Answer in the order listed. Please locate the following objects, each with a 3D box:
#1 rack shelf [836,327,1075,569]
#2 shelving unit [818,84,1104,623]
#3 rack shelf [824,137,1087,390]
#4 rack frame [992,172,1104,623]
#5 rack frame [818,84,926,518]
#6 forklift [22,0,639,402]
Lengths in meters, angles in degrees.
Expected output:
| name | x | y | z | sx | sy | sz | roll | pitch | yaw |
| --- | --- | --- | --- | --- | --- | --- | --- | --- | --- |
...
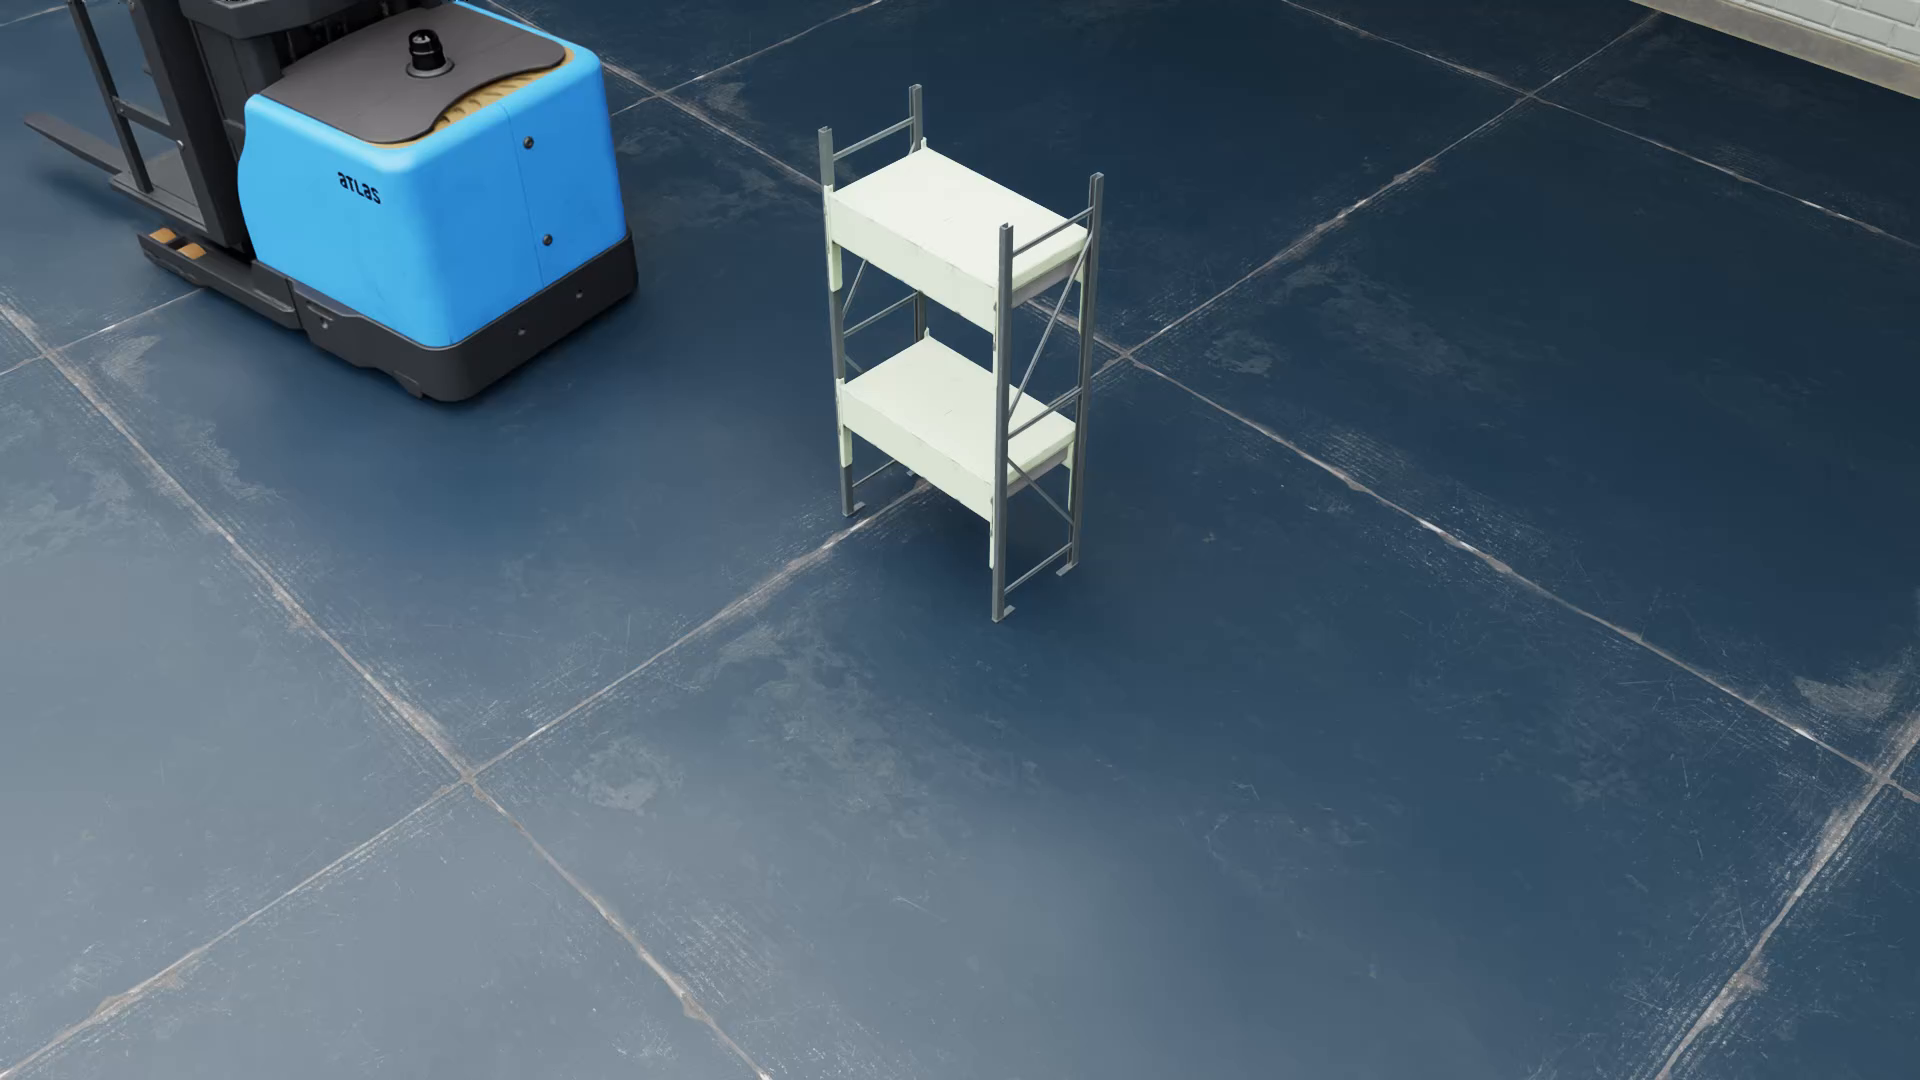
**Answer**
| name | x | y | z | sx | sy | sz | roll | pitch | yaw |
| --- | --- | --- | --- | --- | --- | --- | --- | --- | --- |
| rack shelf | -0.005 | -0.315 | 5.466 | 0.431 | 0.370 | 0.720 | -34 | 53 | -31 |
| shelving unit | -0.005 | -0.554 | 5.244 | 0.431 | 1.500 | 0.755 | -34 | 53 | -31 |
| rack shelf | -0.005 | -0.841 | 4.980 | 0.431 | 0.370 | 0.720 | -34 | 53 | -31 |
| rack frame | 0.254 | -0.378 | 5.054 | 0.400 | 1.500 | 0.023 | -34 | 53 | -31 |
| rack frame | -0.263 | -0.730 | 5.435 | 0.400 | 1.500 | 0.023 | -34 | 53 | -31 |
| forklift | -2.802 | -2.400 | 6.188 | 3.031 | 2.935 | 1.130 | 26 | 49 | 25 |
